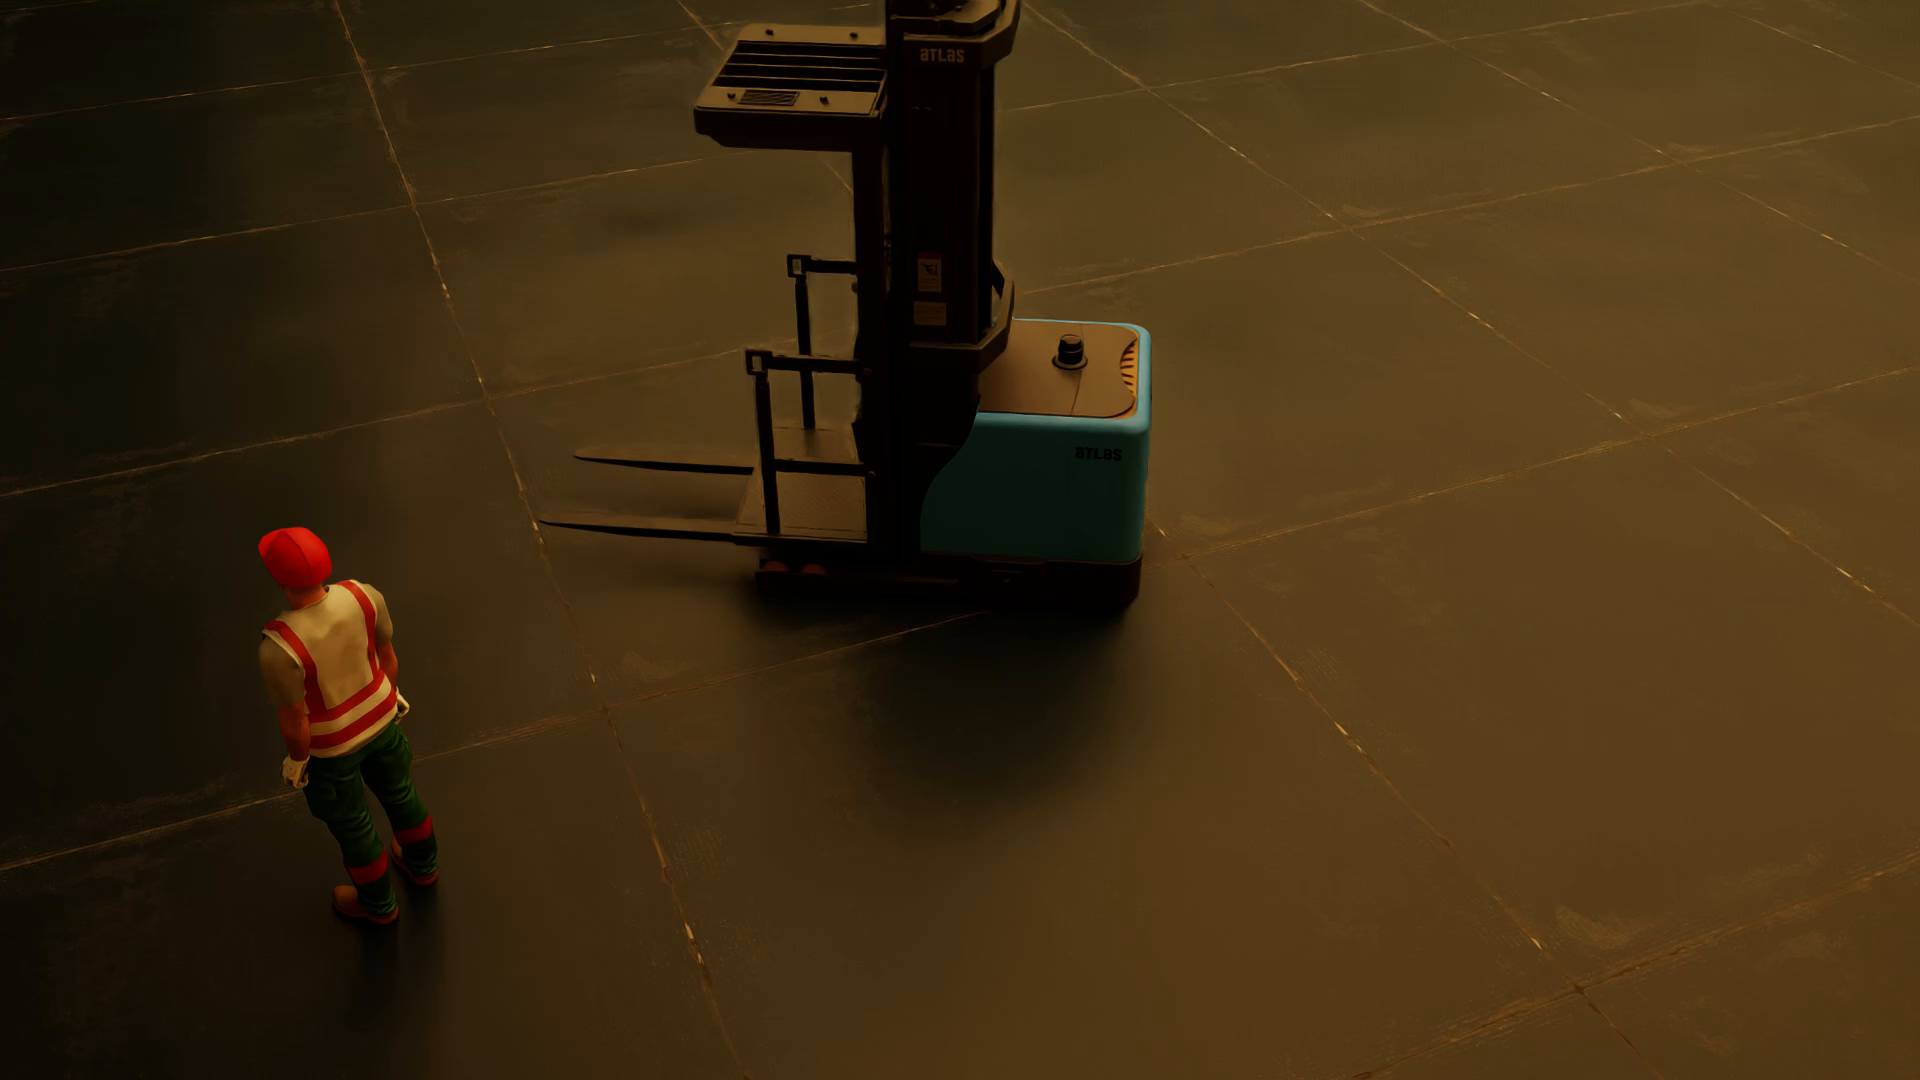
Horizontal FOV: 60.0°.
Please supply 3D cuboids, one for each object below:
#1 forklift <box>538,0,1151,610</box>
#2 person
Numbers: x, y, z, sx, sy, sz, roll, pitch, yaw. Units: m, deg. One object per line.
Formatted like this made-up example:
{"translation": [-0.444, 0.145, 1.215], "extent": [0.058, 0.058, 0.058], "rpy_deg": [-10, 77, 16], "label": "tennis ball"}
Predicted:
{"translation": [-0.589, -1.211, 7.801], "extent": [3.031, 2.935, 1.130], "rpy_deg": [3, 36, 5], "label": "forklift"}
{"translation": [-2.282, 0.688, 6.116], "extent": [0.369, 1.795, 0.529], "rpy_deg": [21, 40, 27], "label": "person"}
